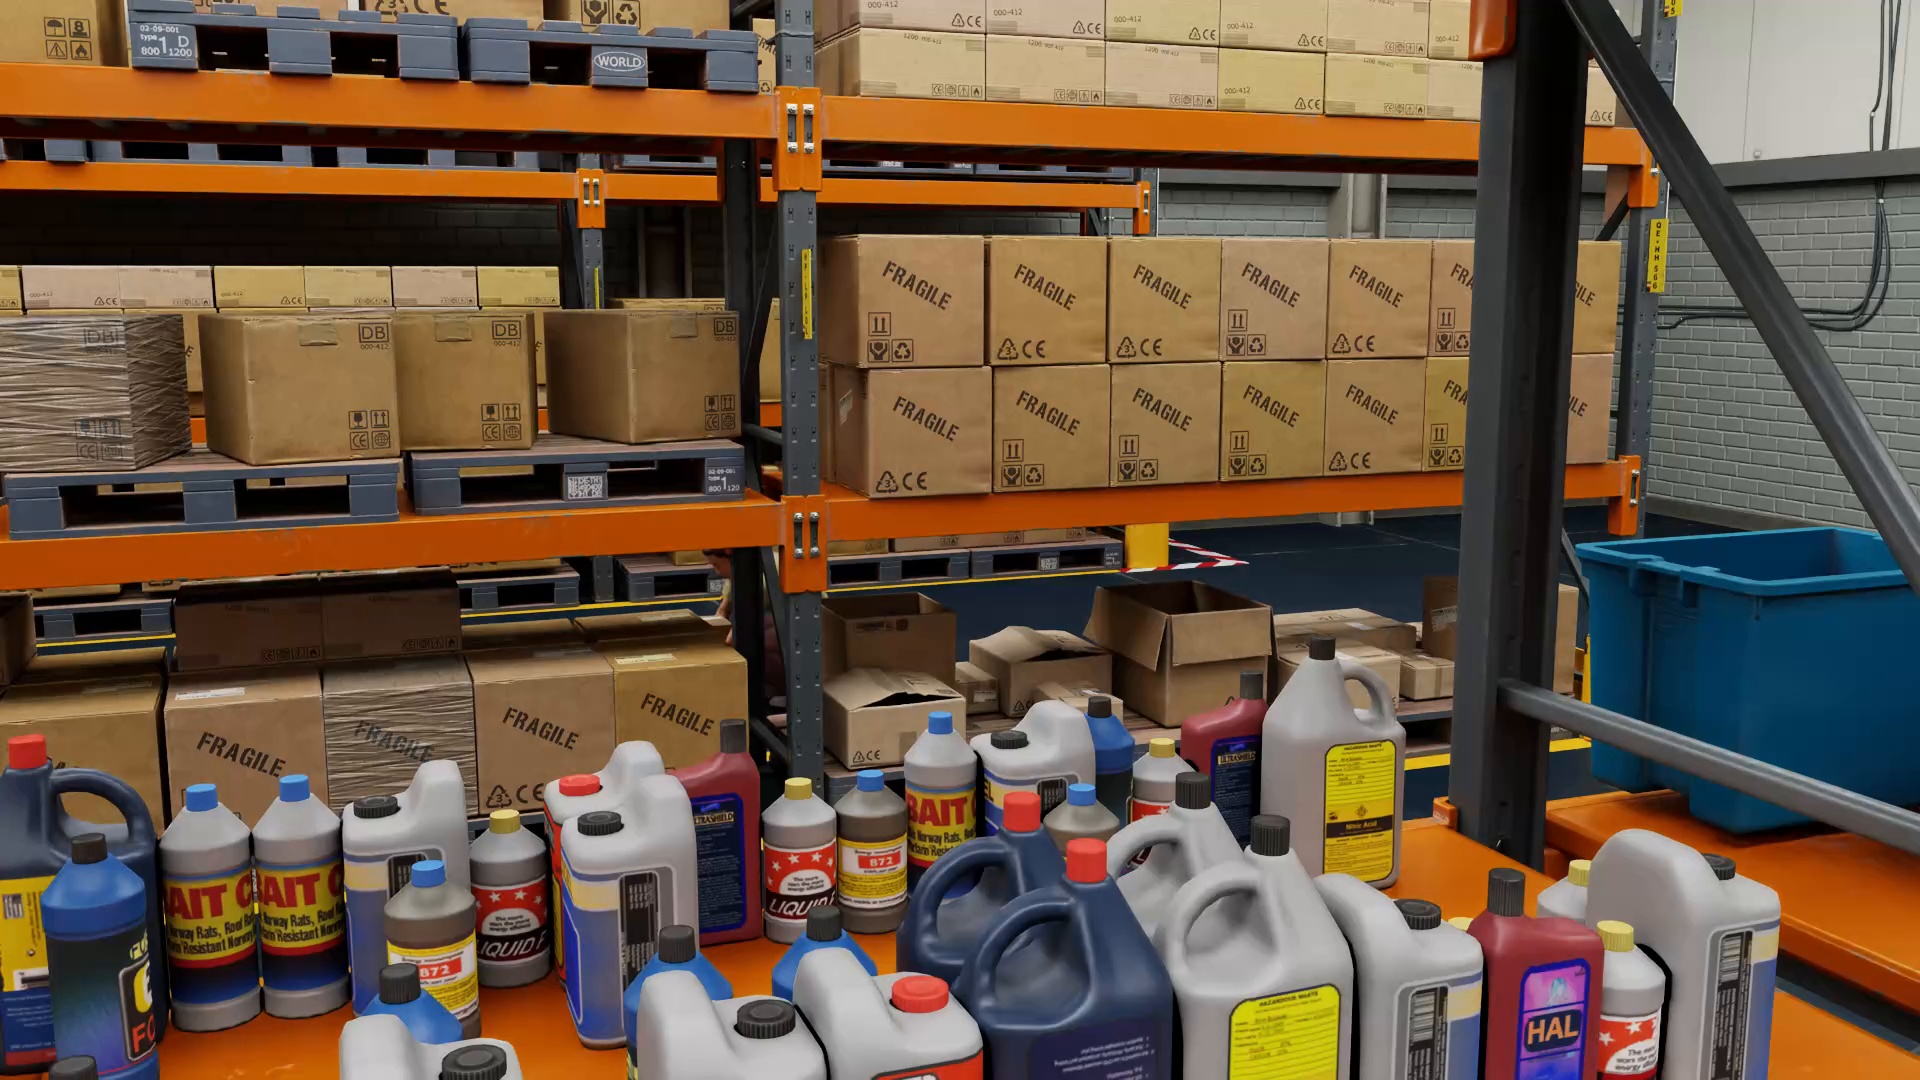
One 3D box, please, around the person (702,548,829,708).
[{"bbox_3d":[-0.997,0.373,8.396,0.804,0.938,0.472,-4,10,-25],"label":"person"}]
